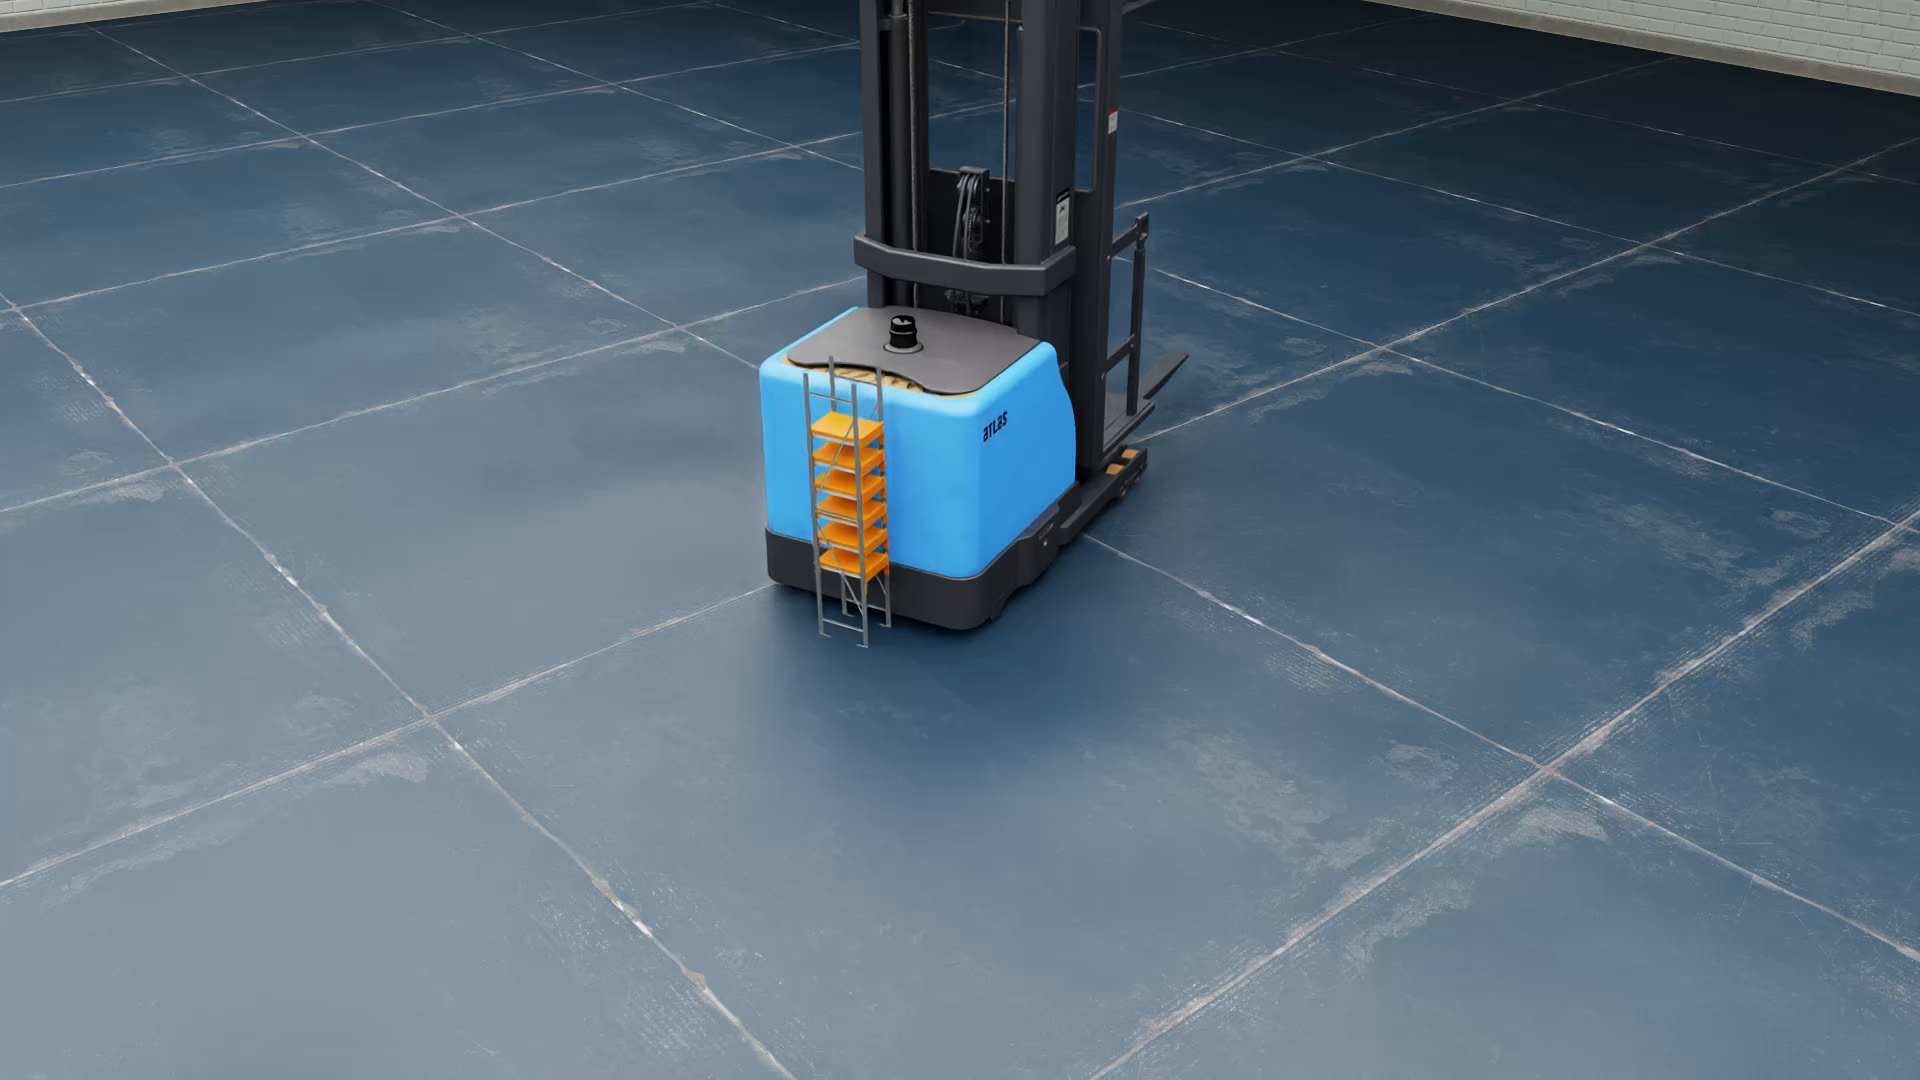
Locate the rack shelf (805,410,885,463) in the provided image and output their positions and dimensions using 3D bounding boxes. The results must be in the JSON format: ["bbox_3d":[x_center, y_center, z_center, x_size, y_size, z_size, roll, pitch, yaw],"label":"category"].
[{"bbox_3d":[-0.453,-0.412,6.573,0.258,0.103,0.180,15,33,25],"label":"rack shelf"}]

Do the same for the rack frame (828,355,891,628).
[{"bbox_3d":[-0.405,-0.177,6.798,0.240,1.200,0.006,15,33,25],"label":"rack frame"}]

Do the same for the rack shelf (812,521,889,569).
[{"bbox_3d":[-0.447,0.006,6.809,0.258,0.103,0.180,15,33,25],"label":"rack shelf"}]

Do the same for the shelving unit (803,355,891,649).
[{"bbox_3d":[-0.449,-0.137,6.728,0.258,1.200,0.189,15,33,25],"label":"shelving unit"}]

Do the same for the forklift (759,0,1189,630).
[{"bbox_3d":[0.279,-1.586,7.609,1.130,2.935,3.031,14,31,24],"label":"forklift"}]

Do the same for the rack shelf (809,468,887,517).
[{"bbox_3d":[-0.450,-0.203,6.691,0.258,0.103,0.180,15,33,25],"label":"rack shelf"}]

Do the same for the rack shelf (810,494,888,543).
[{"bbox_3d":[-0.448,-0.098,6.750,0.258,0.103,0.180,15,33,25],"label":"rack shelf"}]

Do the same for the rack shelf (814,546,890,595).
[{"bbox_3d":[-0.445,0.111,6.868,0.258,0.103,0.180,15,33,25],"label":"rack shelf"}]

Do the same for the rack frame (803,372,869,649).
[{"bbox_3d":[-0.493,-0.097,6.659,0.240,1.200,0.006,15,33,25],"label":"rack frame"}]

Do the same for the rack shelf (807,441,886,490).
[{"bbox_3d":[-0.451,-0.307,6.632,0.258,0.103,0.180,15,33,25],"label":"rack shelf"}]
